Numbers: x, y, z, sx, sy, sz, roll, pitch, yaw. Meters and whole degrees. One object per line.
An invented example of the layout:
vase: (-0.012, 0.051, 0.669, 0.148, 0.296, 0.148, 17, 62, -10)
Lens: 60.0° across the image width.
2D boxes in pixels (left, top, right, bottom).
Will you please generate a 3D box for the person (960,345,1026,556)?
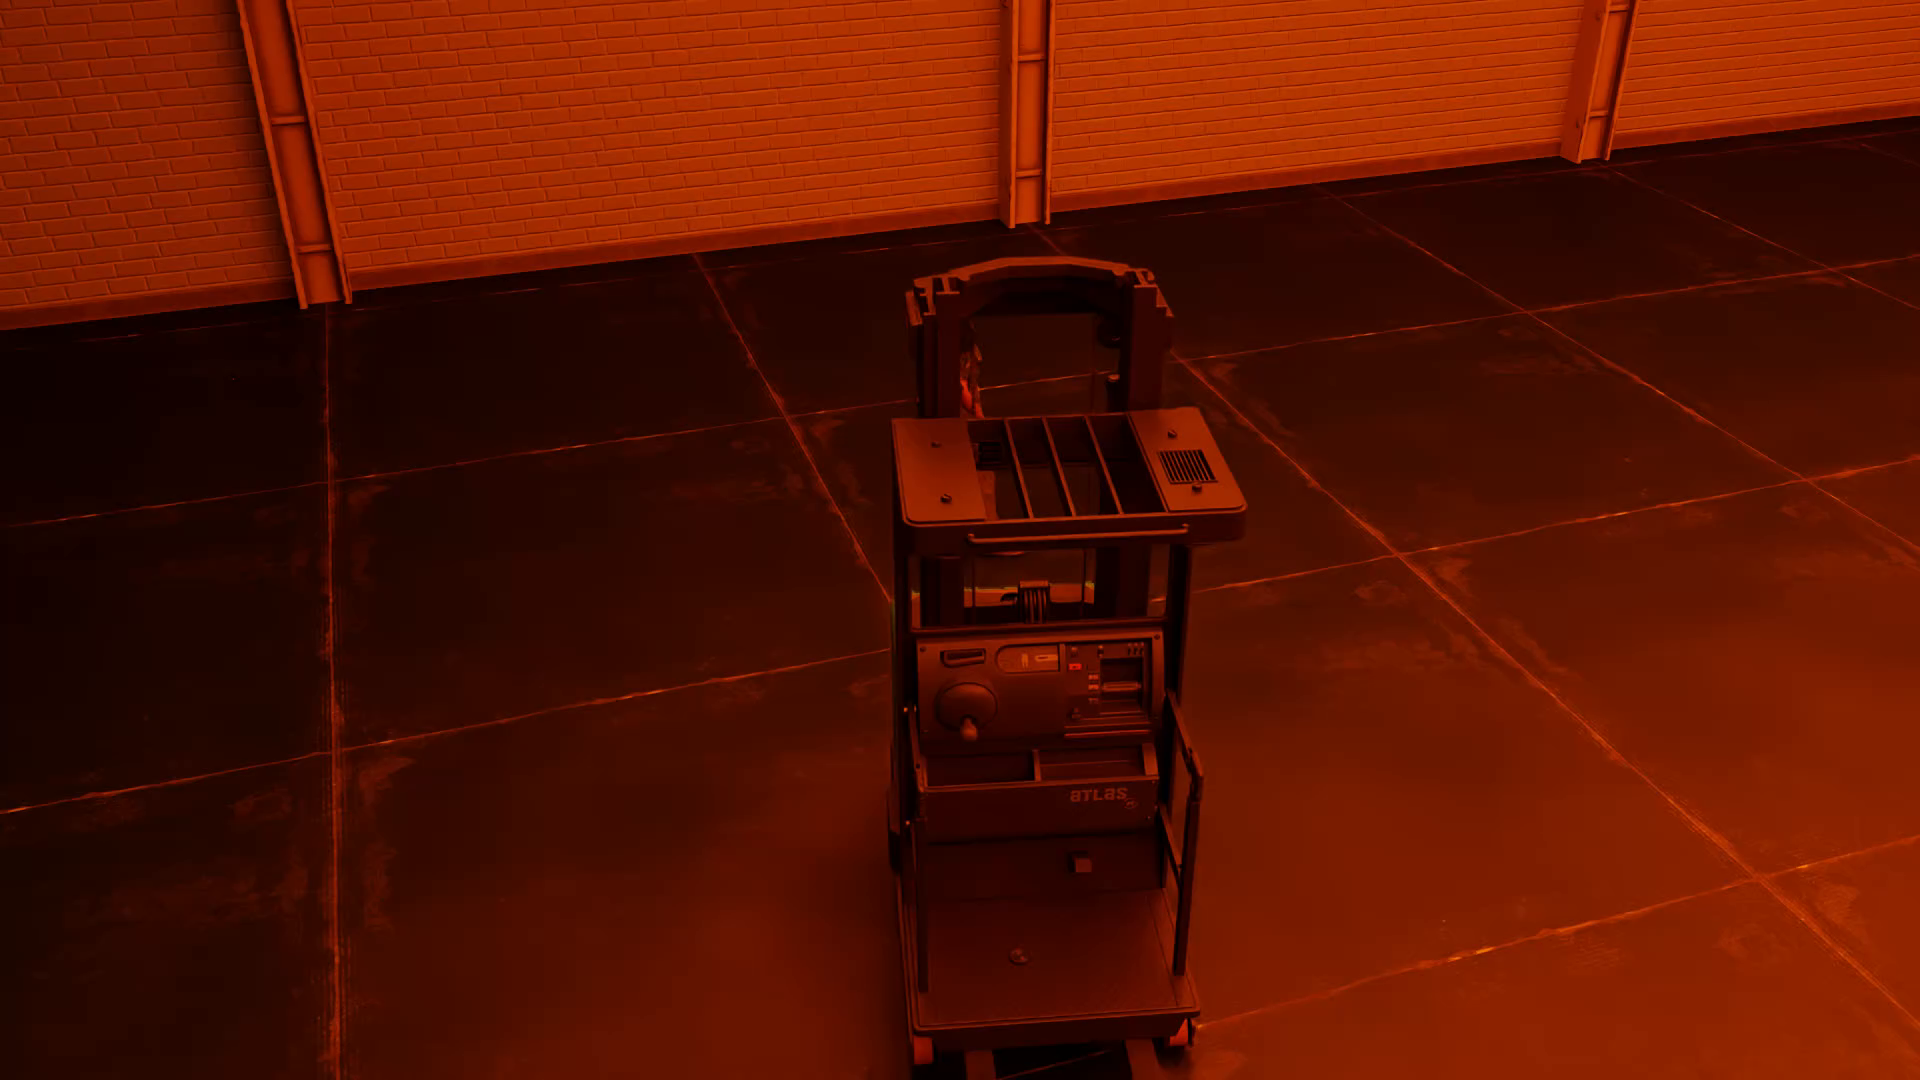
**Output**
person: (0.089, -0.728, 9.618, 0.504, 1.654, 0.569, -10, 31, -16)

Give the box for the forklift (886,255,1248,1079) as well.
forklift: (0.326, 0.593, 6.055, 1.130, 2.935, 3.031, -3, 30, -5)
